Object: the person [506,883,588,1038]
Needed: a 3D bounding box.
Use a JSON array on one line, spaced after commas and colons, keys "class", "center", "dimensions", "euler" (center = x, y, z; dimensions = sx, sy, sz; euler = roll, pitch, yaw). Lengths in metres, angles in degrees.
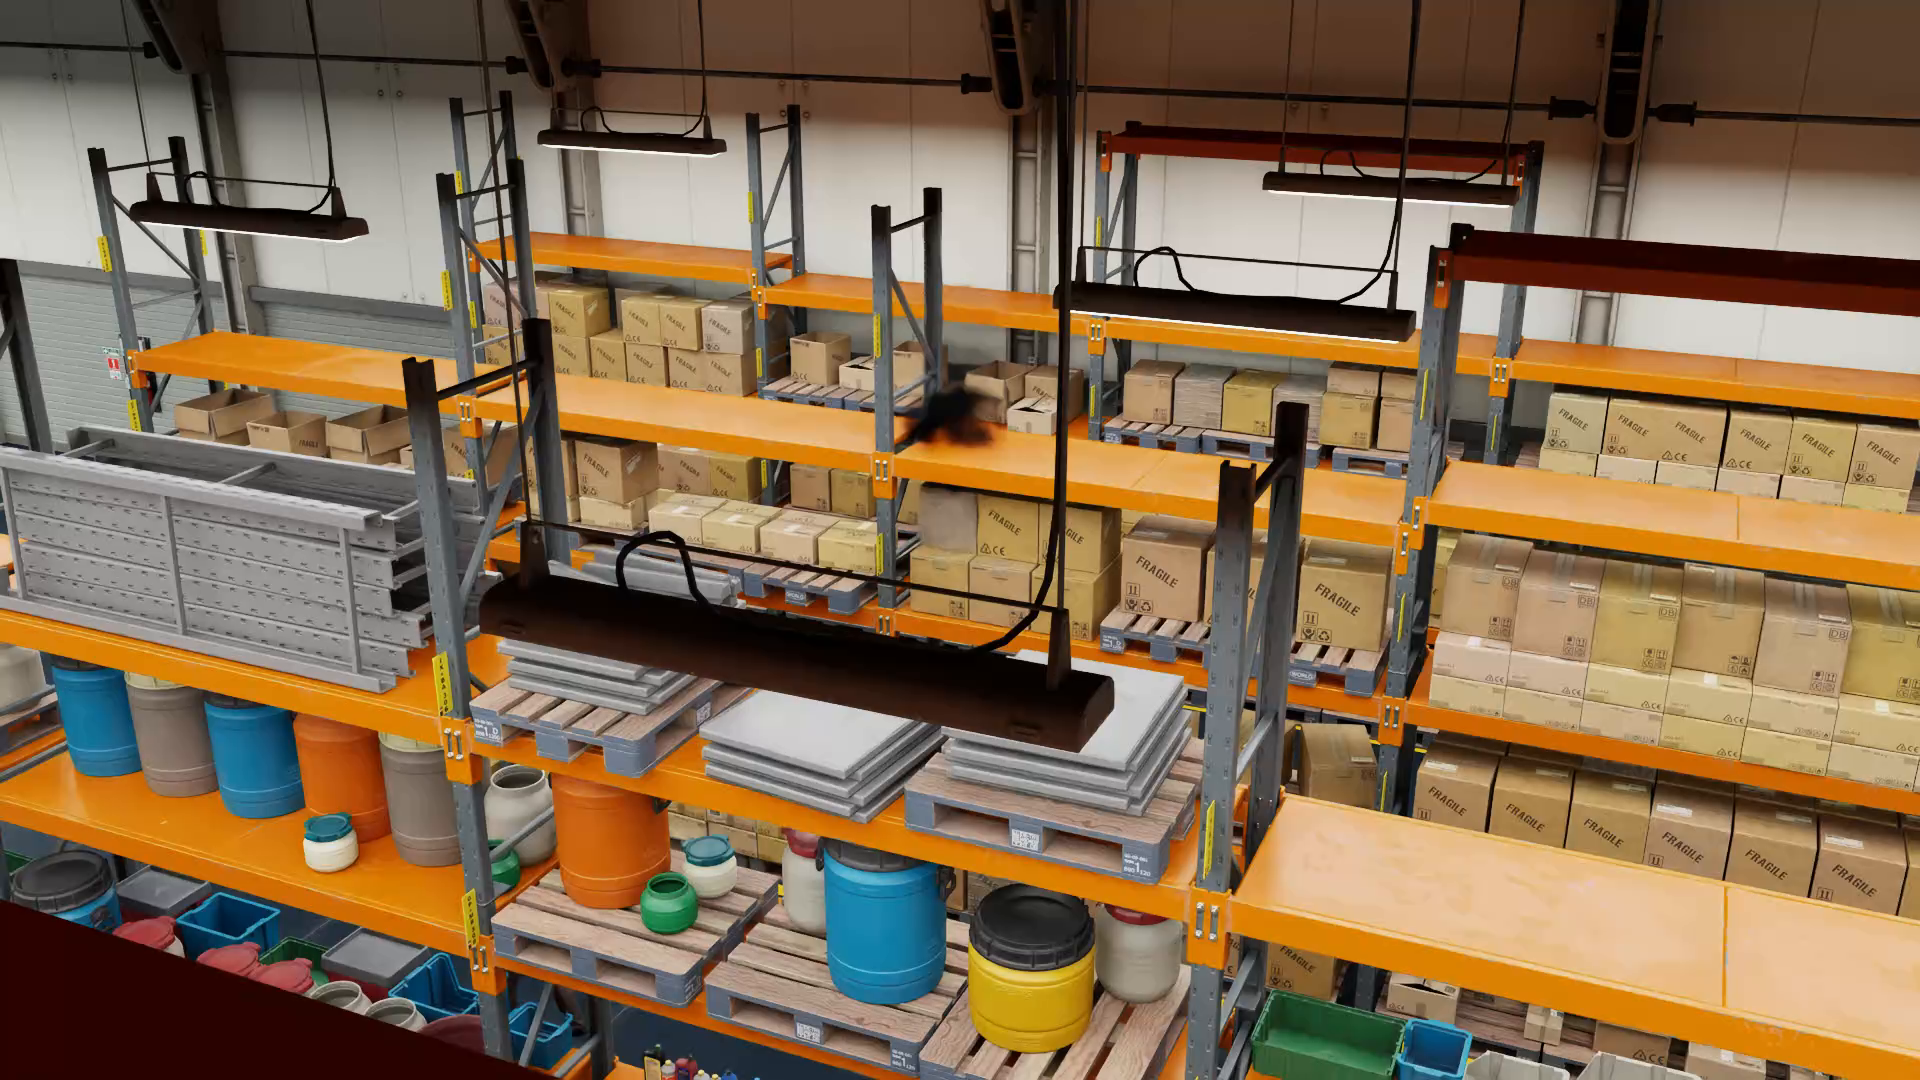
[{"class": "person", "center": [-3.112, 2.862, 11.838], "dimensions": [0.821, 1.777, 0.649], "euler": [7, 22, 19]}]
